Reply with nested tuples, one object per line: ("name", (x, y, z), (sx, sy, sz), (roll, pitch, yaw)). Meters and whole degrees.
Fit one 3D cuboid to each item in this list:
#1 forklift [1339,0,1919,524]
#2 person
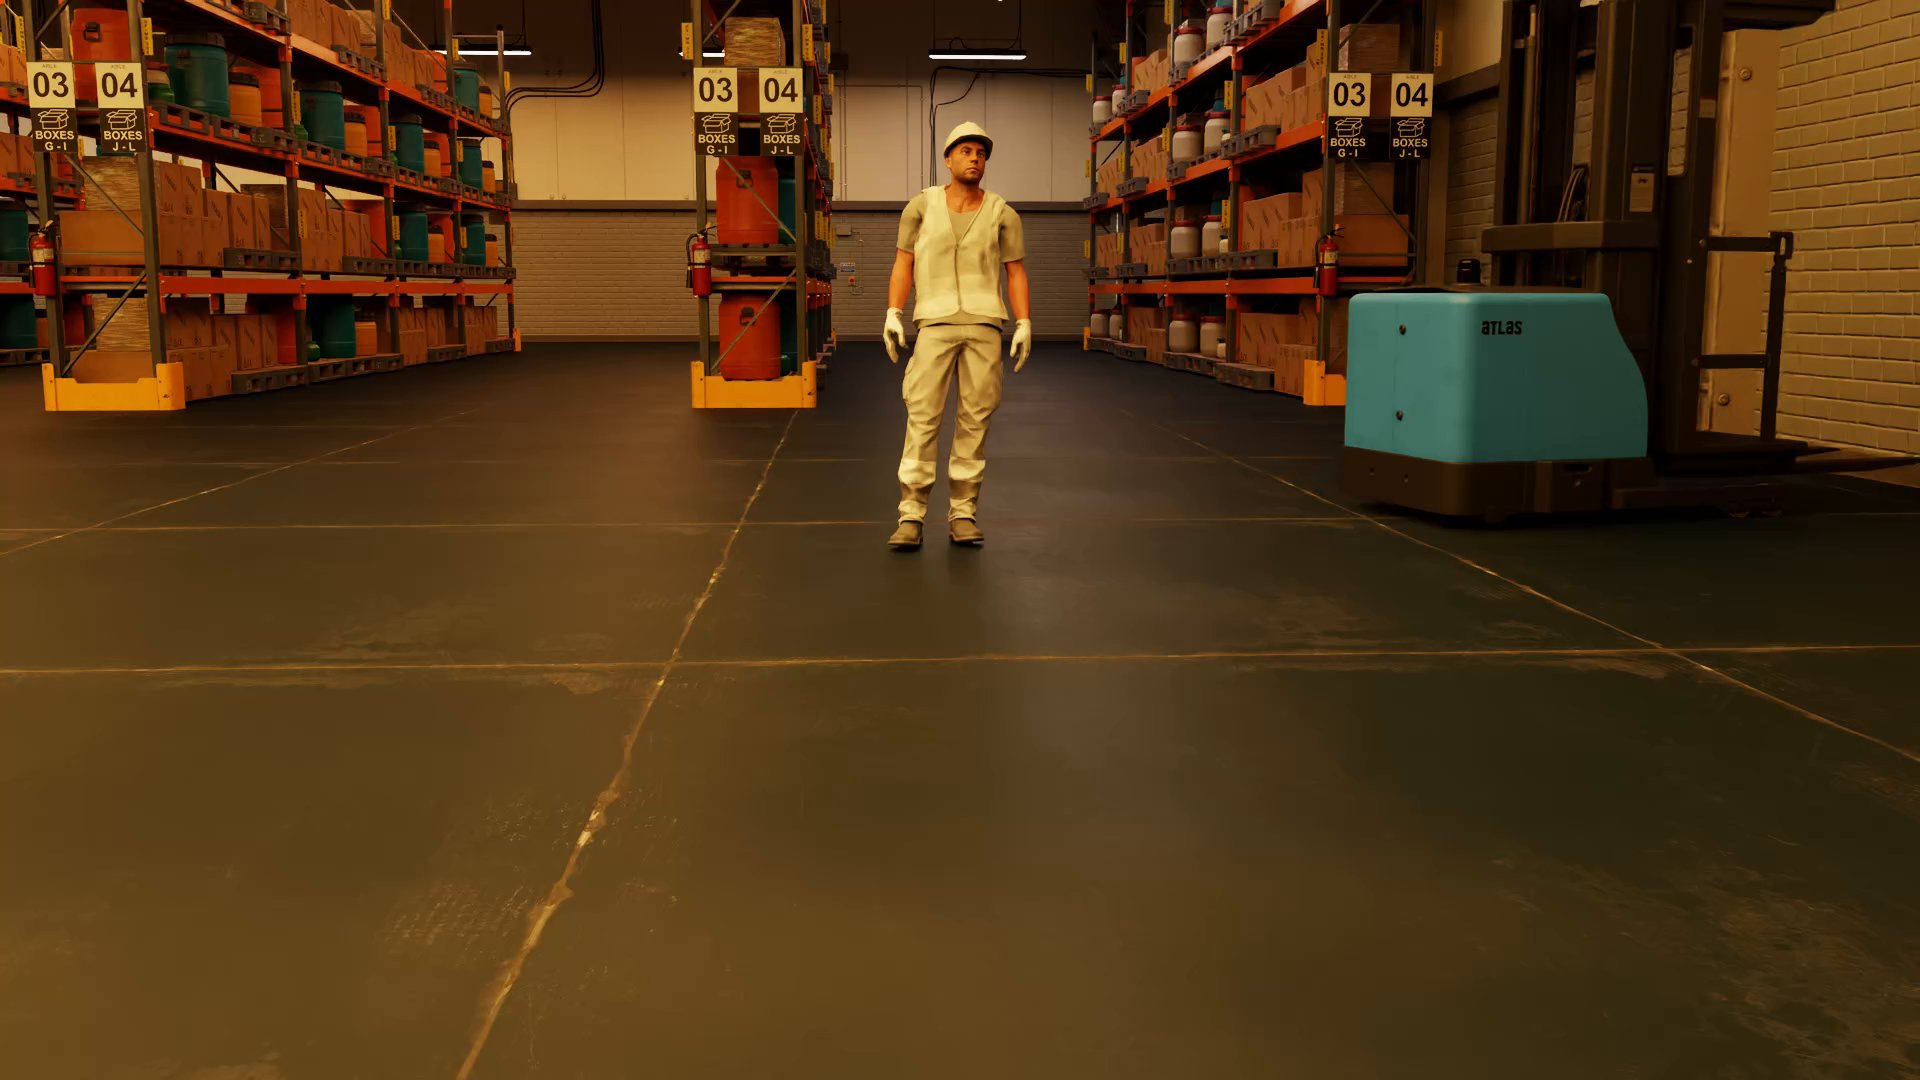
("forklift", (3.503, -1.625, 8.272), (3.031, 2.935, 1.130), (-3, 9, -18))
("person", (-0.007, -0.880, 7.097), (0.637, 1.790, 0.562), (-1, 8, -4))
